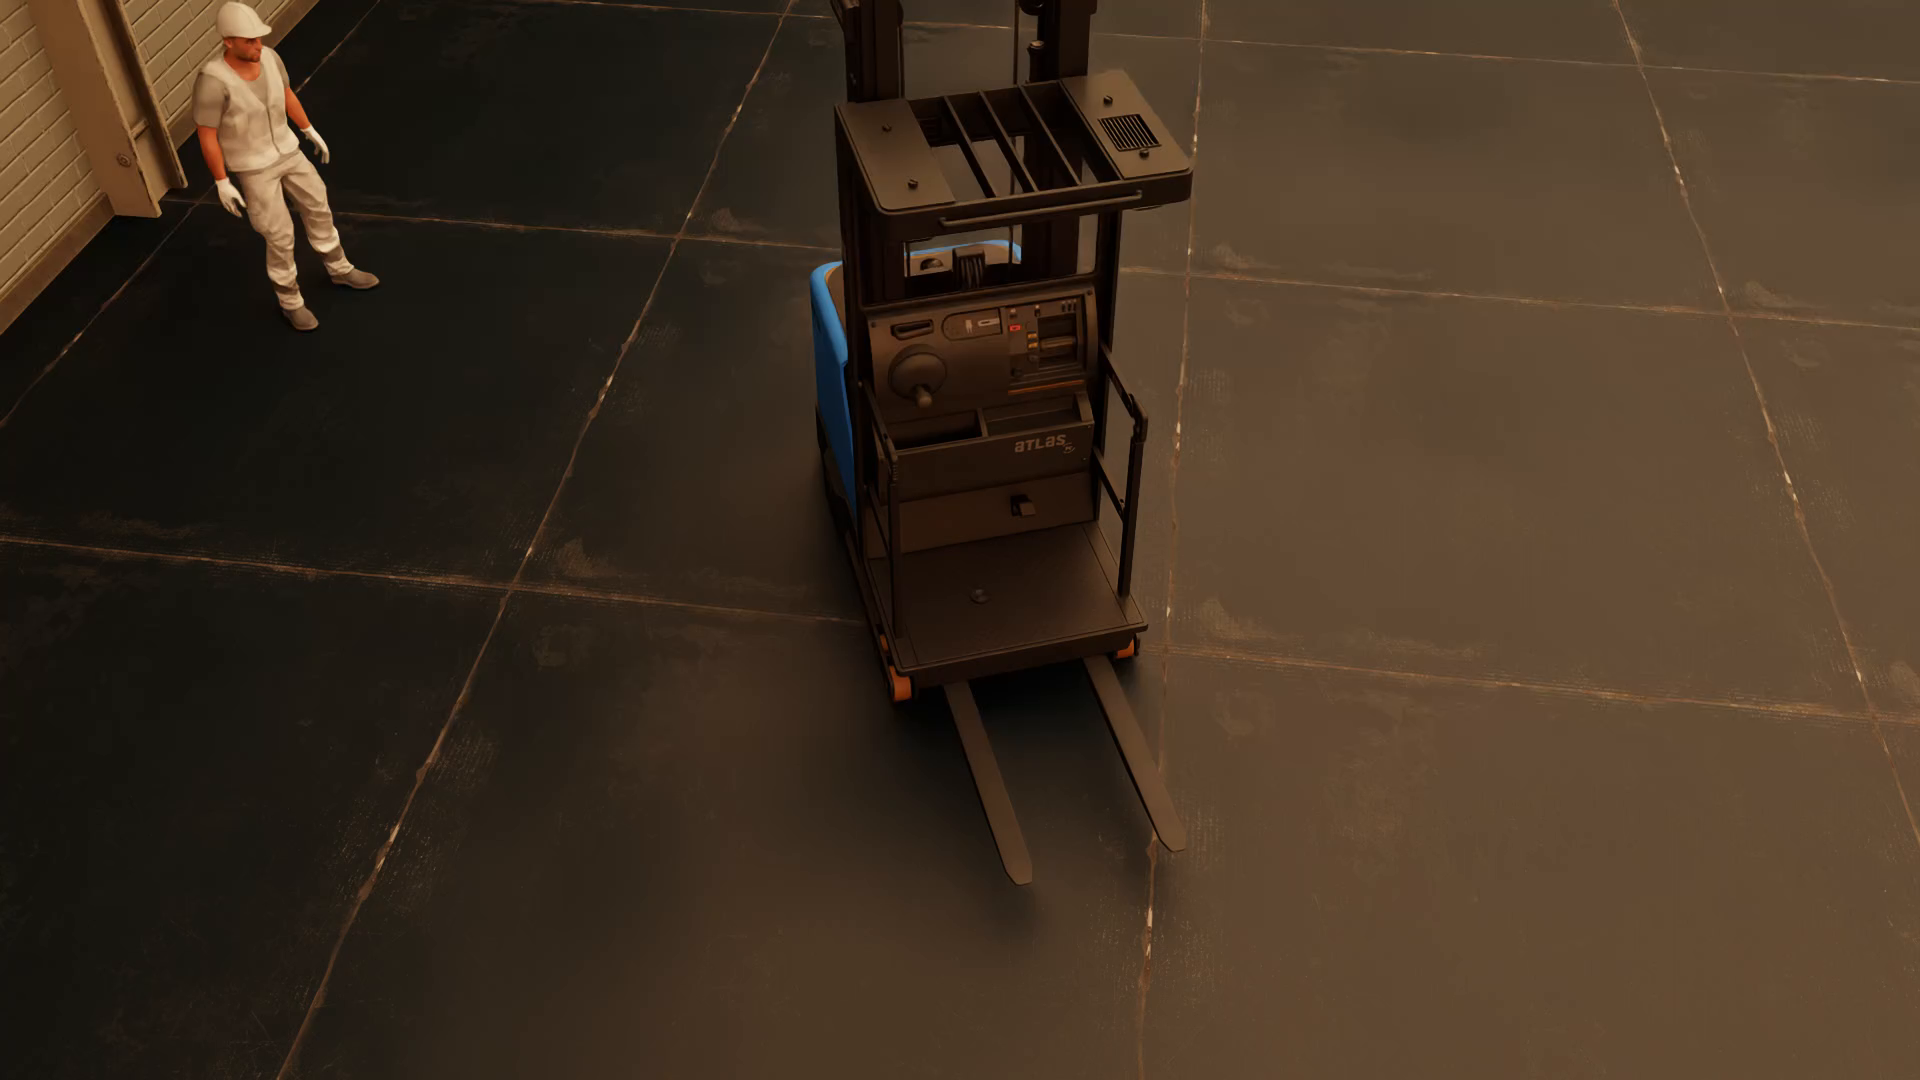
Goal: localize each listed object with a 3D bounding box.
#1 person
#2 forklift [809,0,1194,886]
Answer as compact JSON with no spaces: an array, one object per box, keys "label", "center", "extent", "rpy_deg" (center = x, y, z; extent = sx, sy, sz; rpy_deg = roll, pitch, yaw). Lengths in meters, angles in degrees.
[{"label":"person","center":[-3.606,-1.977,8.734],"extent":[0.440,1.775,0.701],"rpy_deg":[19,46,19]},{"label":"forklift","center":[0.153,-0.681,6.465],"extent":[1.130,2.935,3.031],"rpy_deg":[-10,44,-11]}]
